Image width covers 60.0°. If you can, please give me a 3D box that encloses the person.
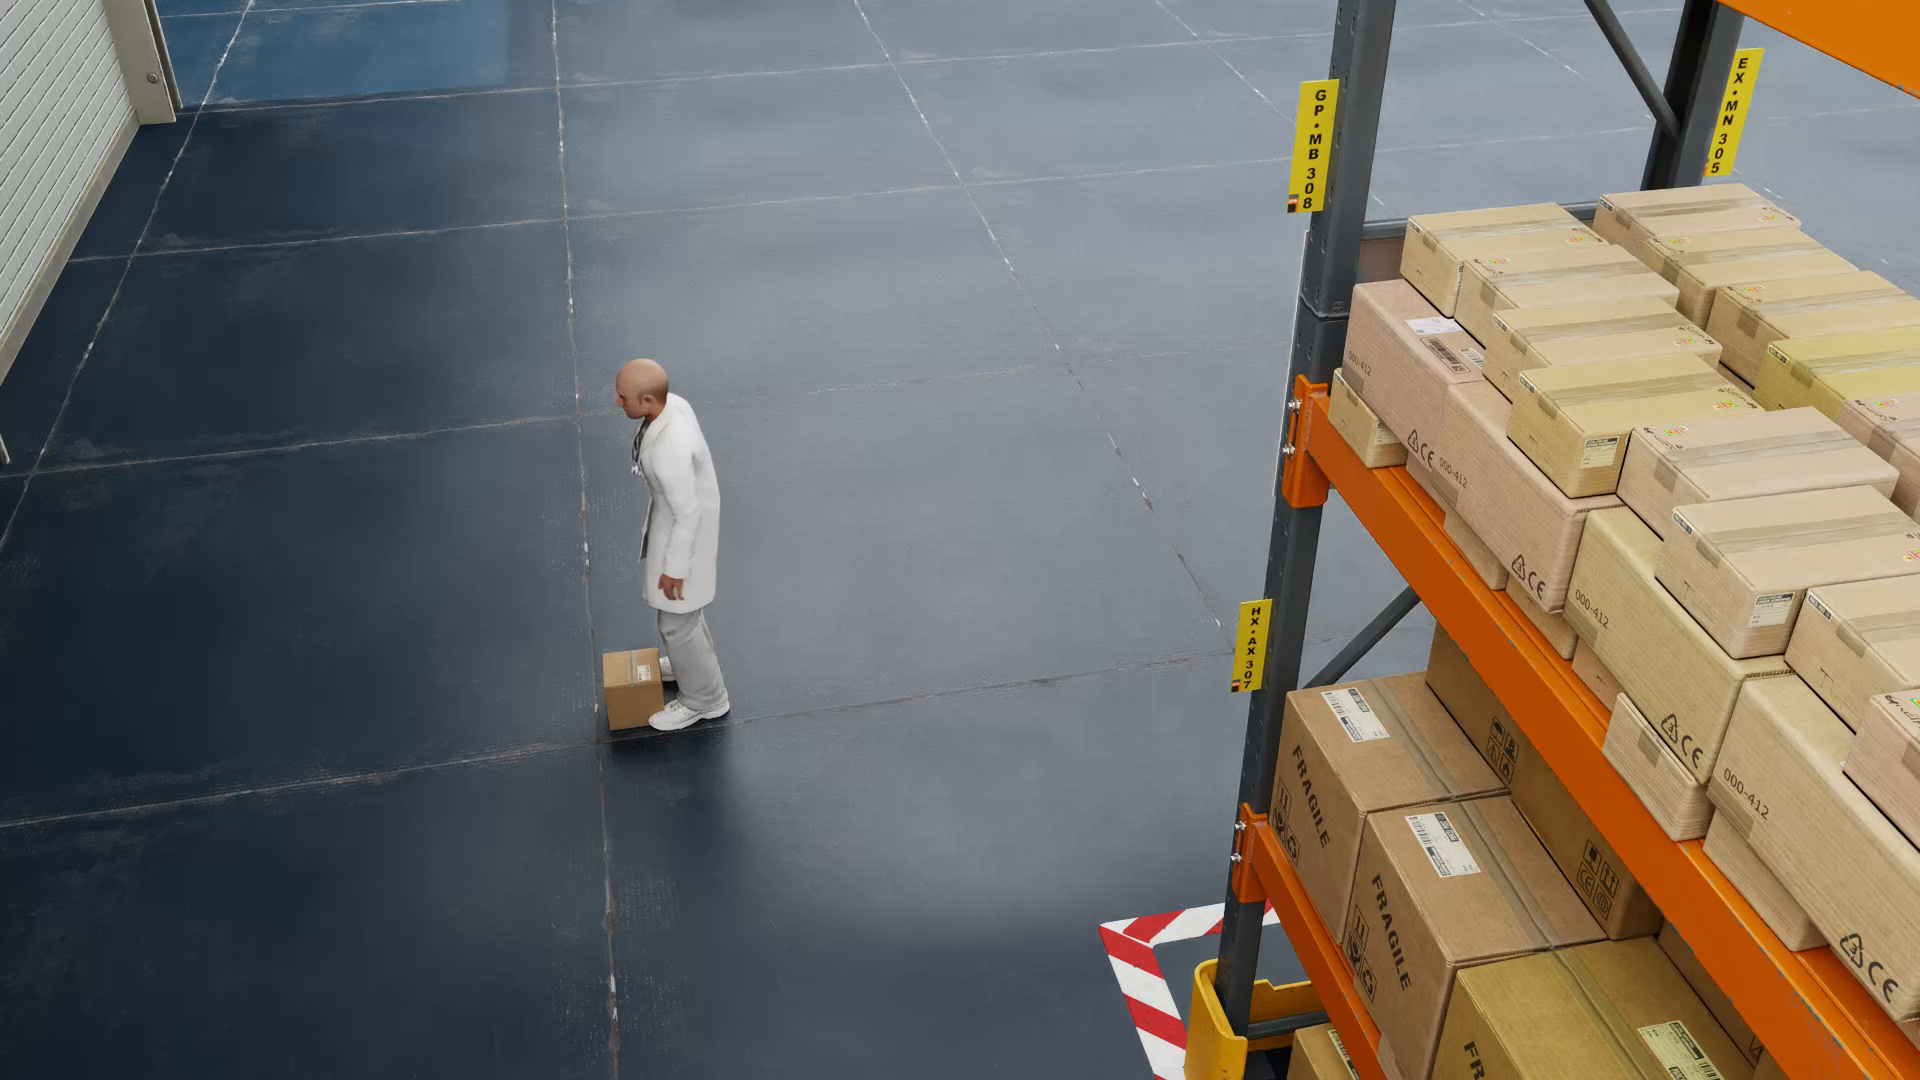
[{"bbox_3d":[-1.233,0.001,7.154,0.427,1.773,0.641,-7,35,-11],"label":"person"}]
